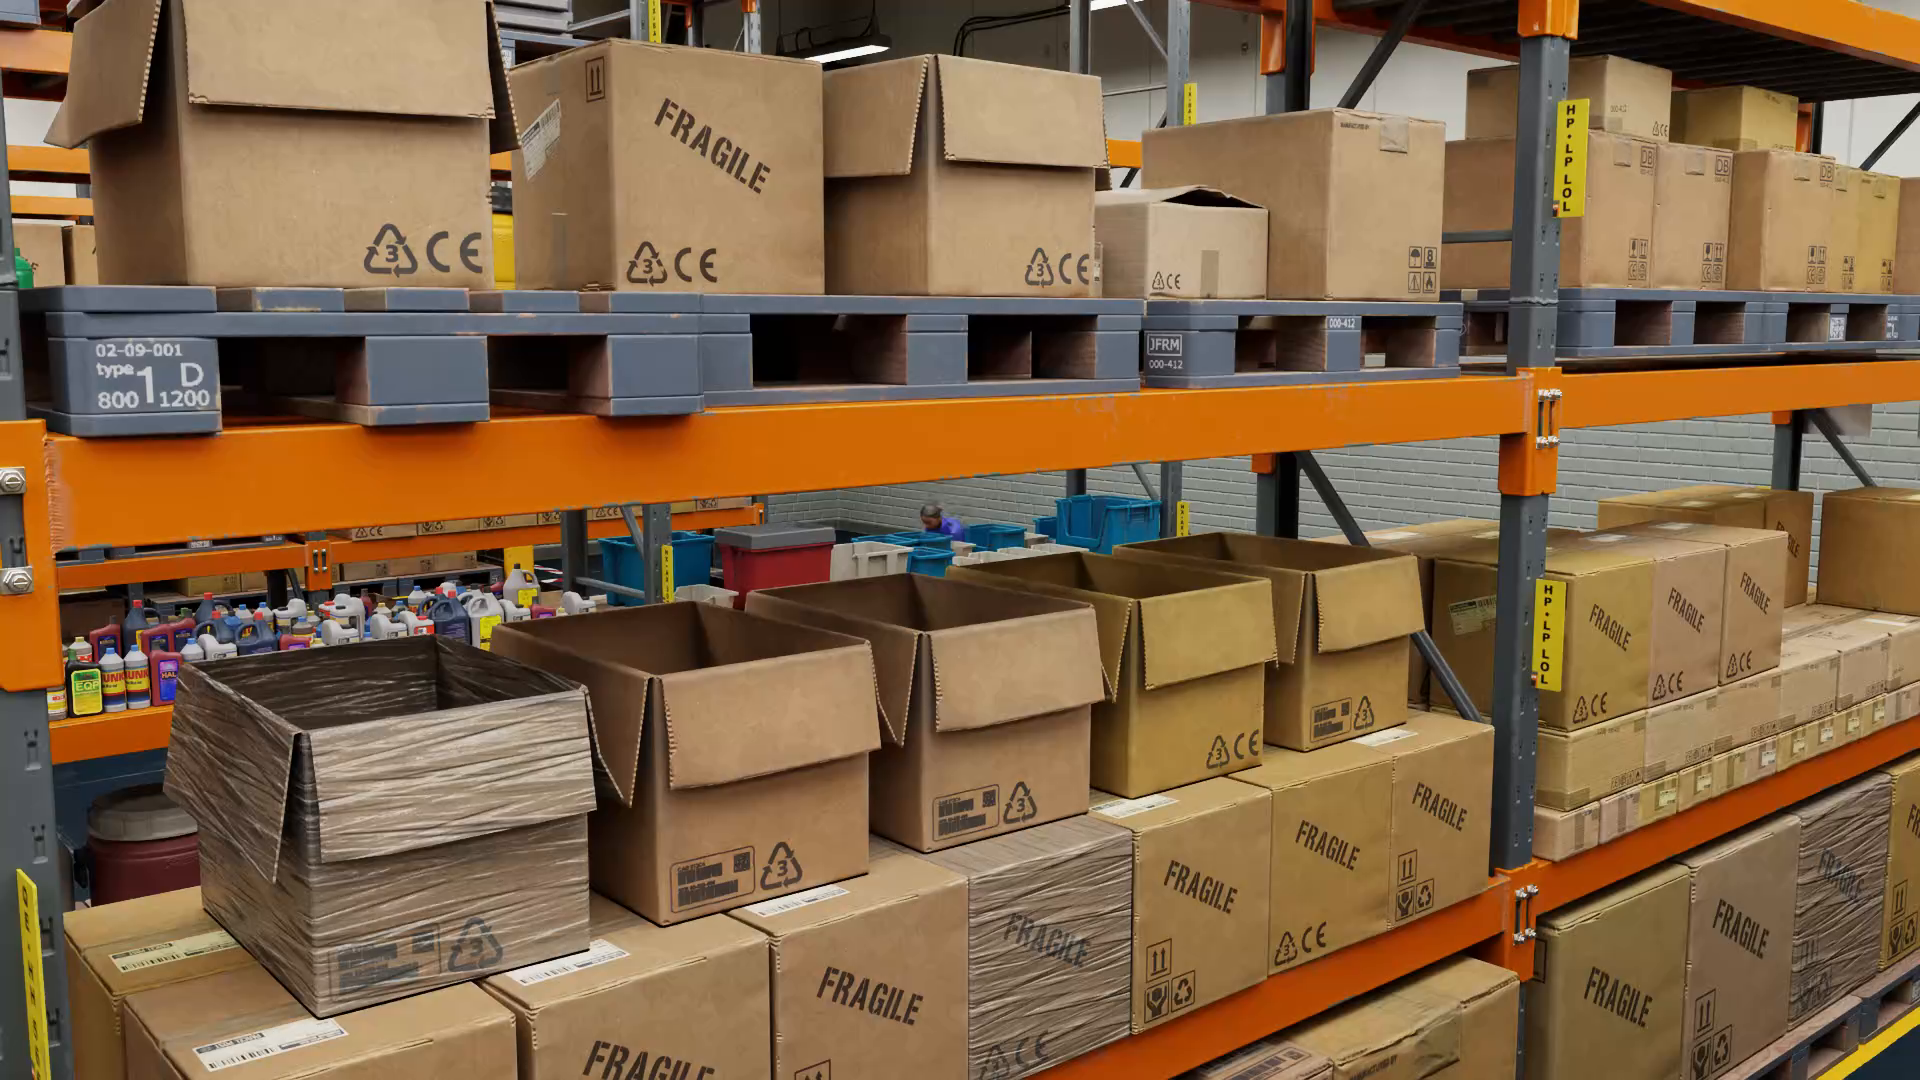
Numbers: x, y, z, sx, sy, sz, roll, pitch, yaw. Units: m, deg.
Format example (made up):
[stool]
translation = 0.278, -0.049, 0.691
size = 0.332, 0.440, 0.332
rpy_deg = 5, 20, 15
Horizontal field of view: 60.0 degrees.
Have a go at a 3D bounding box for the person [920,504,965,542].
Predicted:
[person]
translation = -0.101, 0.280, 15.668
size = 0.682, 1.280, 0.497
rpy_deg = -7, 10, -41
